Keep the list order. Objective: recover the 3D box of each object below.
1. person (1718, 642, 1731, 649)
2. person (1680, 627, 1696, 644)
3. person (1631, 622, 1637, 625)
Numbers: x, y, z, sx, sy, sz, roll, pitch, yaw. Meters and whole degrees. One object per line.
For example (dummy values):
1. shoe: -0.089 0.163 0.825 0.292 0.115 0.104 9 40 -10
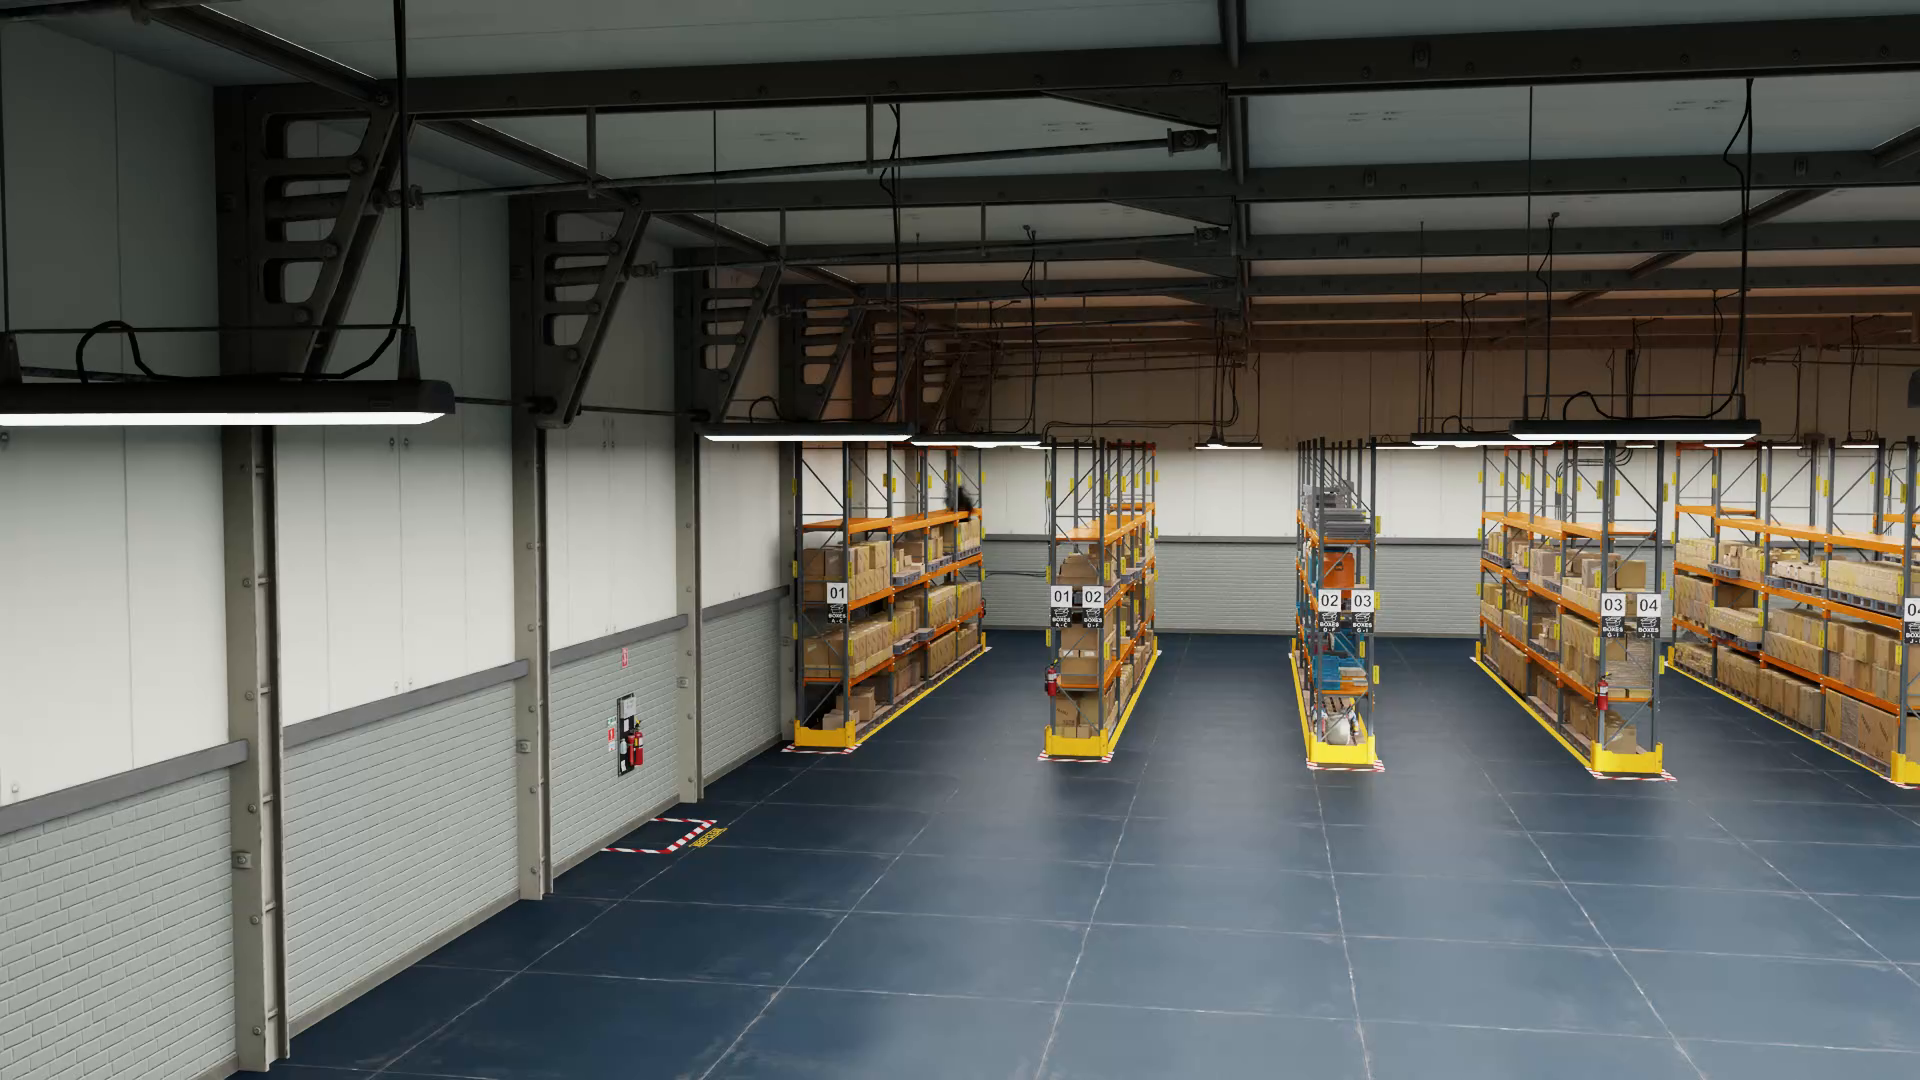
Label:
1. person: 21.155 2.520 45.955 0.483 1.552 0.530 -1 3 -13
2. person: 20.126 2.454 45.810 0.759 1.711 0.522 -3 4 -41
3. person: 17.757 2.493 44.203 0.660 1.805 0.866 1 3 19
